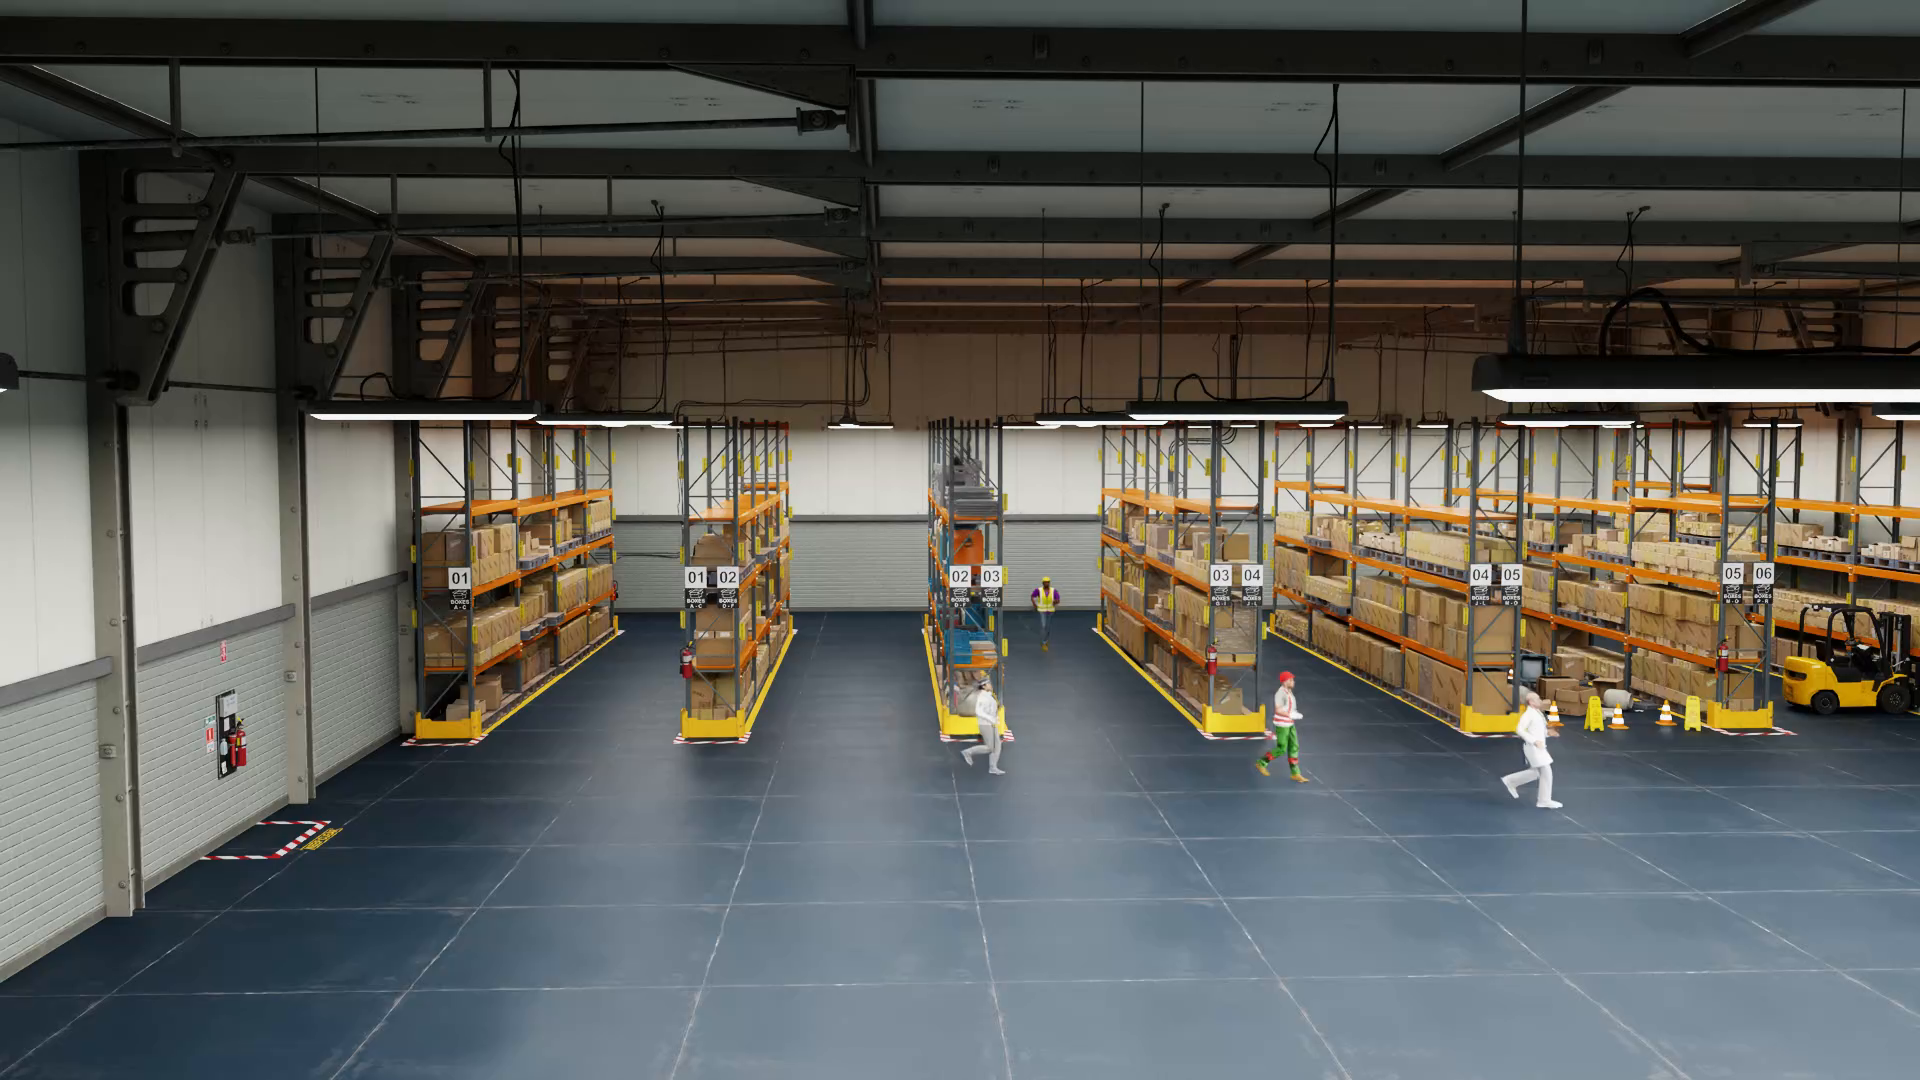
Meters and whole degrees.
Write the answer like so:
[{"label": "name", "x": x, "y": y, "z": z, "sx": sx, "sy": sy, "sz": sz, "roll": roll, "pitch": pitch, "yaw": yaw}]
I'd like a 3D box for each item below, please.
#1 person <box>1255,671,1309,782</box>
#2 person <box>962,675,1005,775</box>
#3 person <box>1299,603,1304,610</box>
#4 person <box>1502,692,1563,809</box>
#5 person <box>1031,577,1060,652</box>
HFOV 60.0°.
[{"label": "person", "x": 5.293, "y": 3.047, "z": 27.251, "sx": 0.872, "sy": 1.801, "sz": 0.685, "roll": 2, "pitch": 4, "yaw": 27}, {"label": "person", "x": 0.415, "y": 3.081, "z": 27.786, "sx": 0.729, "sy": 1.665, "sz": 0.615, "roll": 1, "pitch": 4, "yaw": 16}, {"label": "person", "x": 10.200, "y": 1.763, "z": 49.072, "sx": 0.519, "sy": 1.549, "sz": 0.745, "roll": 2, "pitch": 4, "yaw": 30}, {"label": "person", "x": 8.726, "y": 3.193, "z": 25.351, "sx": 0.912, "sy": 1.746, "sz": 0.717, "roll": 2, "pitch": 4, "yaw": 27}, {"label": "person", "x": 2.164, "y": 1.837, "z": 41.630, "sx": 0.698, "sy": 1.837, "sz": 0.703, "roll": -1, "pitch": 4, "yaw": -9}]
